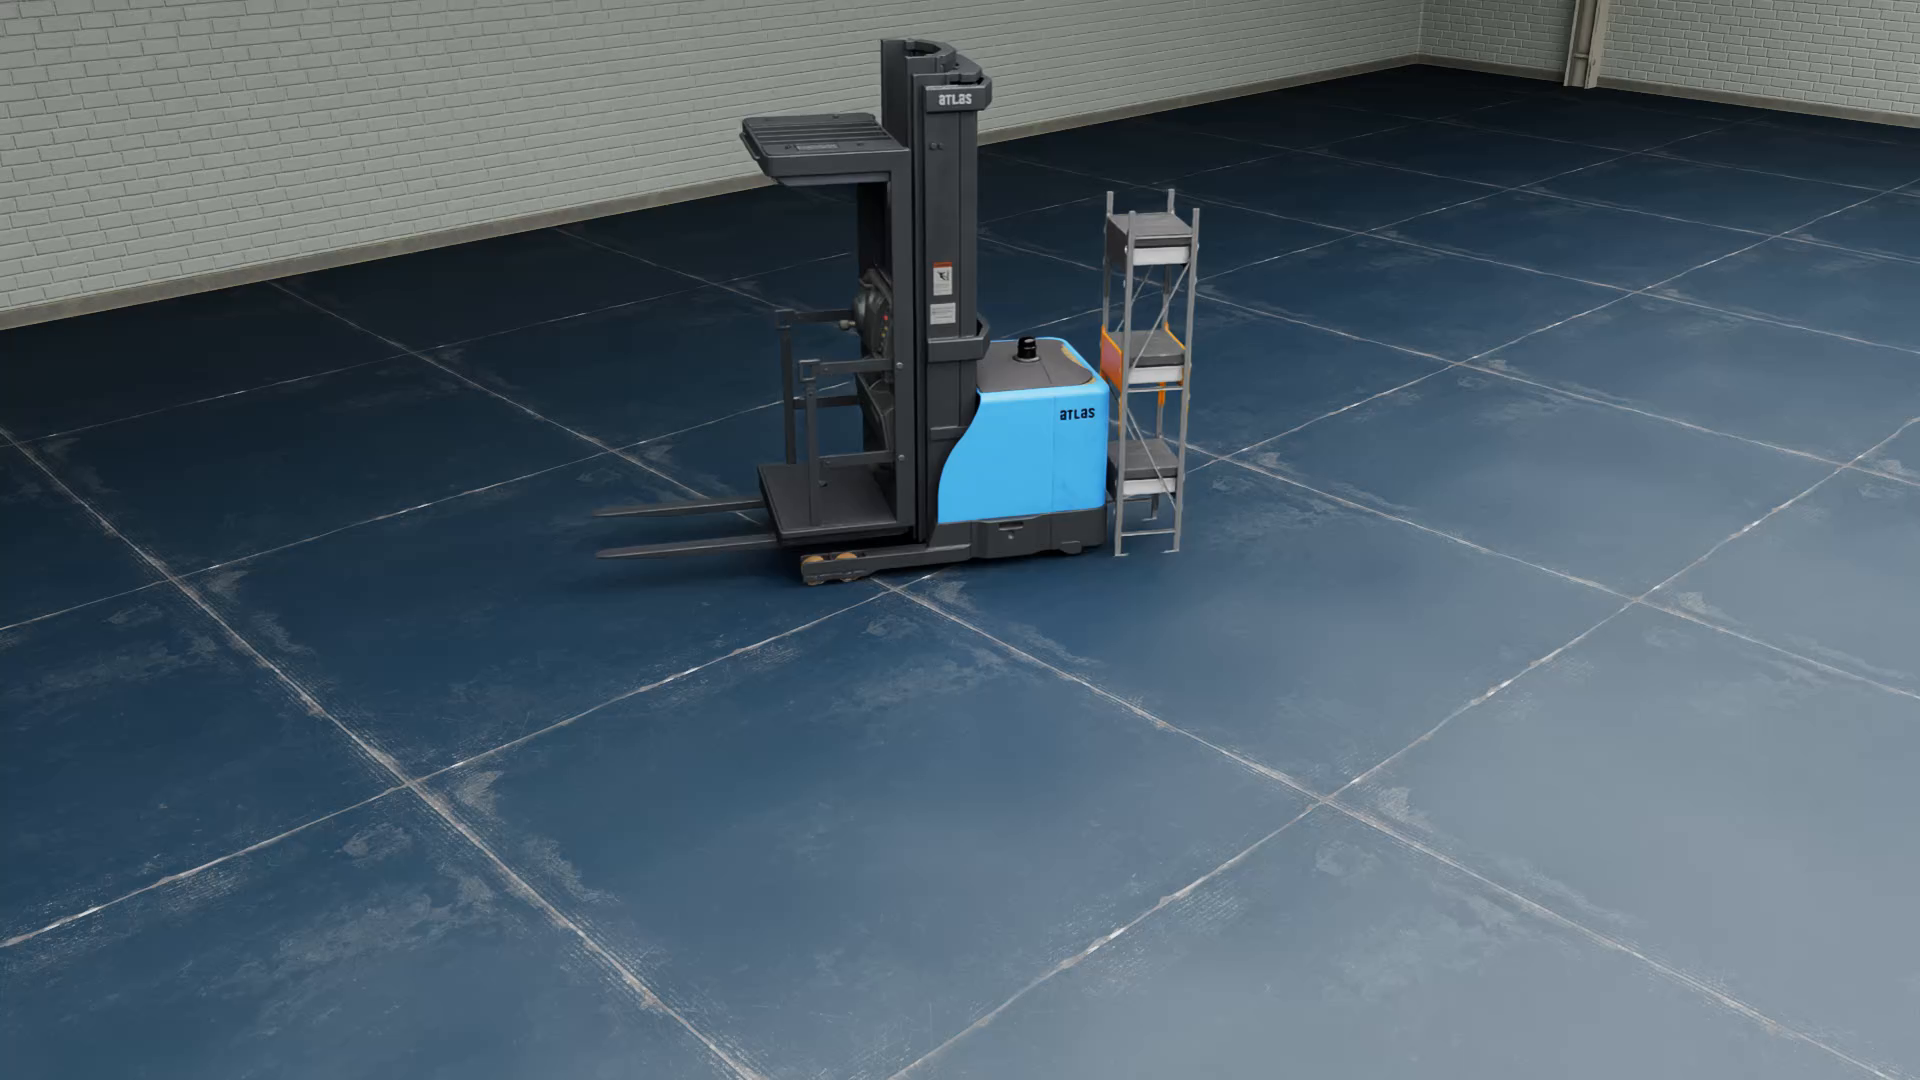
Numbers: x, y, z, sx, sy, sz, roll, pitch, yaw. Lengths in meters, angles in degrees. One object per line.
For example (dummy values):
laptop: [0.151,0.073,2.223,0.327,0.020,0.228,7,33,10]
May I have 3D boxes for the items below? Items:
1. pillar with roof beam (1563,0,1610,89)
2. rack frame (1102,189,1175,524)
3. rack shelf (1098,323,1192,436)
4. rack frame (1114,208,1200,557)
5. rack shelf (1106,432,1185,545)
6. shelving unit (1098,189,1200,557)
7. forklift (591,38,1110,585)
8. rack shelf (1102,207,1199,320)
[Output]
pillar with roof beam: [6.379,-9.845,20.988,9.100,9.000,0.400,-21,32,-38]
rack frame: [1.048,-1.069,10.064,0.400,2.100,0.015,-4,25,-9]
rack shelf: [1.089,-0.957,9.851,0.431,0.518,0.480,-4,25,-9]
rack frame: [1.130,-0.869,9.626,0.400,2.100,0.015,-4,25,-9]
rack shelf: [1.089,-0.320,10.141,0.431,0.518,0.480,-4,25,-9]
shelving unit: [1.089,-0.969,9.845,0.431,2.100,0.503,-4,25,-9]
forklift: [-0.685,-1.313,9.596,3.031,2.935,1.130,-6,25,-12]
rack shelf: [1.089,-1.594,9.560,0.431,0.518,0.480,-4,25,-9]
